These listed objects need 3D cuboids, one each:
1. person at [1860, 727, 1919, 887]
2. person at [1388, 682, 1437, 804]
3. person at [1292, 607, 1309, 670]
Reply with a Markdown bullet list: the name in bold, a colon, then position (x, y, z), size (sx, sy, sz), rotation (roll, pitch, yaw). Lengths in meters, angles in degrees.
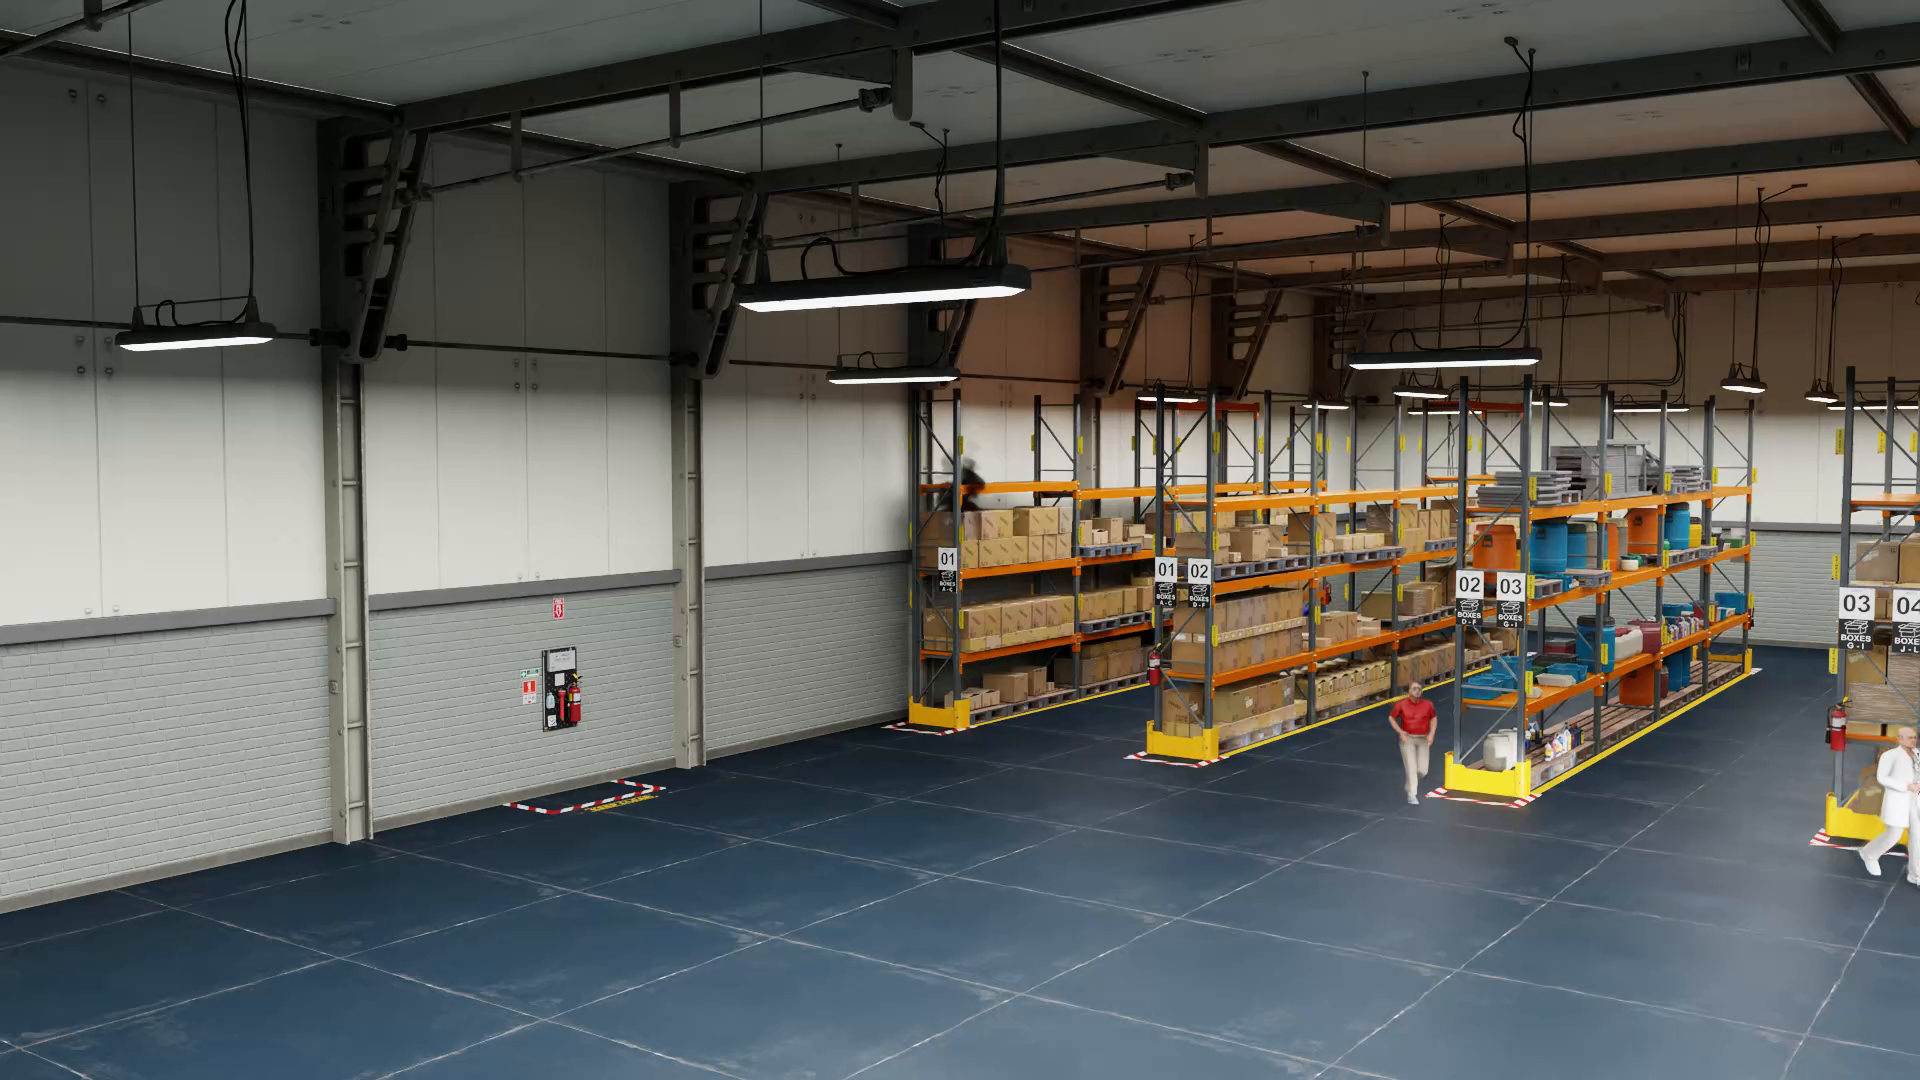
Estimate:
- **person**: position (10.734, 3.025, 18.967), size (0.730, 1.804, 0.949), rotation (-1, 3, -16)
- **person**: position (6.374, 2.826, 23.363), size (0.678, 1.682, 0.608), rotation (0, 3, -1)
- **person**: position (7.566, 2.078, 37.171), size (0.578, 1.641, 0.782), rotation (2, 4, 25)
